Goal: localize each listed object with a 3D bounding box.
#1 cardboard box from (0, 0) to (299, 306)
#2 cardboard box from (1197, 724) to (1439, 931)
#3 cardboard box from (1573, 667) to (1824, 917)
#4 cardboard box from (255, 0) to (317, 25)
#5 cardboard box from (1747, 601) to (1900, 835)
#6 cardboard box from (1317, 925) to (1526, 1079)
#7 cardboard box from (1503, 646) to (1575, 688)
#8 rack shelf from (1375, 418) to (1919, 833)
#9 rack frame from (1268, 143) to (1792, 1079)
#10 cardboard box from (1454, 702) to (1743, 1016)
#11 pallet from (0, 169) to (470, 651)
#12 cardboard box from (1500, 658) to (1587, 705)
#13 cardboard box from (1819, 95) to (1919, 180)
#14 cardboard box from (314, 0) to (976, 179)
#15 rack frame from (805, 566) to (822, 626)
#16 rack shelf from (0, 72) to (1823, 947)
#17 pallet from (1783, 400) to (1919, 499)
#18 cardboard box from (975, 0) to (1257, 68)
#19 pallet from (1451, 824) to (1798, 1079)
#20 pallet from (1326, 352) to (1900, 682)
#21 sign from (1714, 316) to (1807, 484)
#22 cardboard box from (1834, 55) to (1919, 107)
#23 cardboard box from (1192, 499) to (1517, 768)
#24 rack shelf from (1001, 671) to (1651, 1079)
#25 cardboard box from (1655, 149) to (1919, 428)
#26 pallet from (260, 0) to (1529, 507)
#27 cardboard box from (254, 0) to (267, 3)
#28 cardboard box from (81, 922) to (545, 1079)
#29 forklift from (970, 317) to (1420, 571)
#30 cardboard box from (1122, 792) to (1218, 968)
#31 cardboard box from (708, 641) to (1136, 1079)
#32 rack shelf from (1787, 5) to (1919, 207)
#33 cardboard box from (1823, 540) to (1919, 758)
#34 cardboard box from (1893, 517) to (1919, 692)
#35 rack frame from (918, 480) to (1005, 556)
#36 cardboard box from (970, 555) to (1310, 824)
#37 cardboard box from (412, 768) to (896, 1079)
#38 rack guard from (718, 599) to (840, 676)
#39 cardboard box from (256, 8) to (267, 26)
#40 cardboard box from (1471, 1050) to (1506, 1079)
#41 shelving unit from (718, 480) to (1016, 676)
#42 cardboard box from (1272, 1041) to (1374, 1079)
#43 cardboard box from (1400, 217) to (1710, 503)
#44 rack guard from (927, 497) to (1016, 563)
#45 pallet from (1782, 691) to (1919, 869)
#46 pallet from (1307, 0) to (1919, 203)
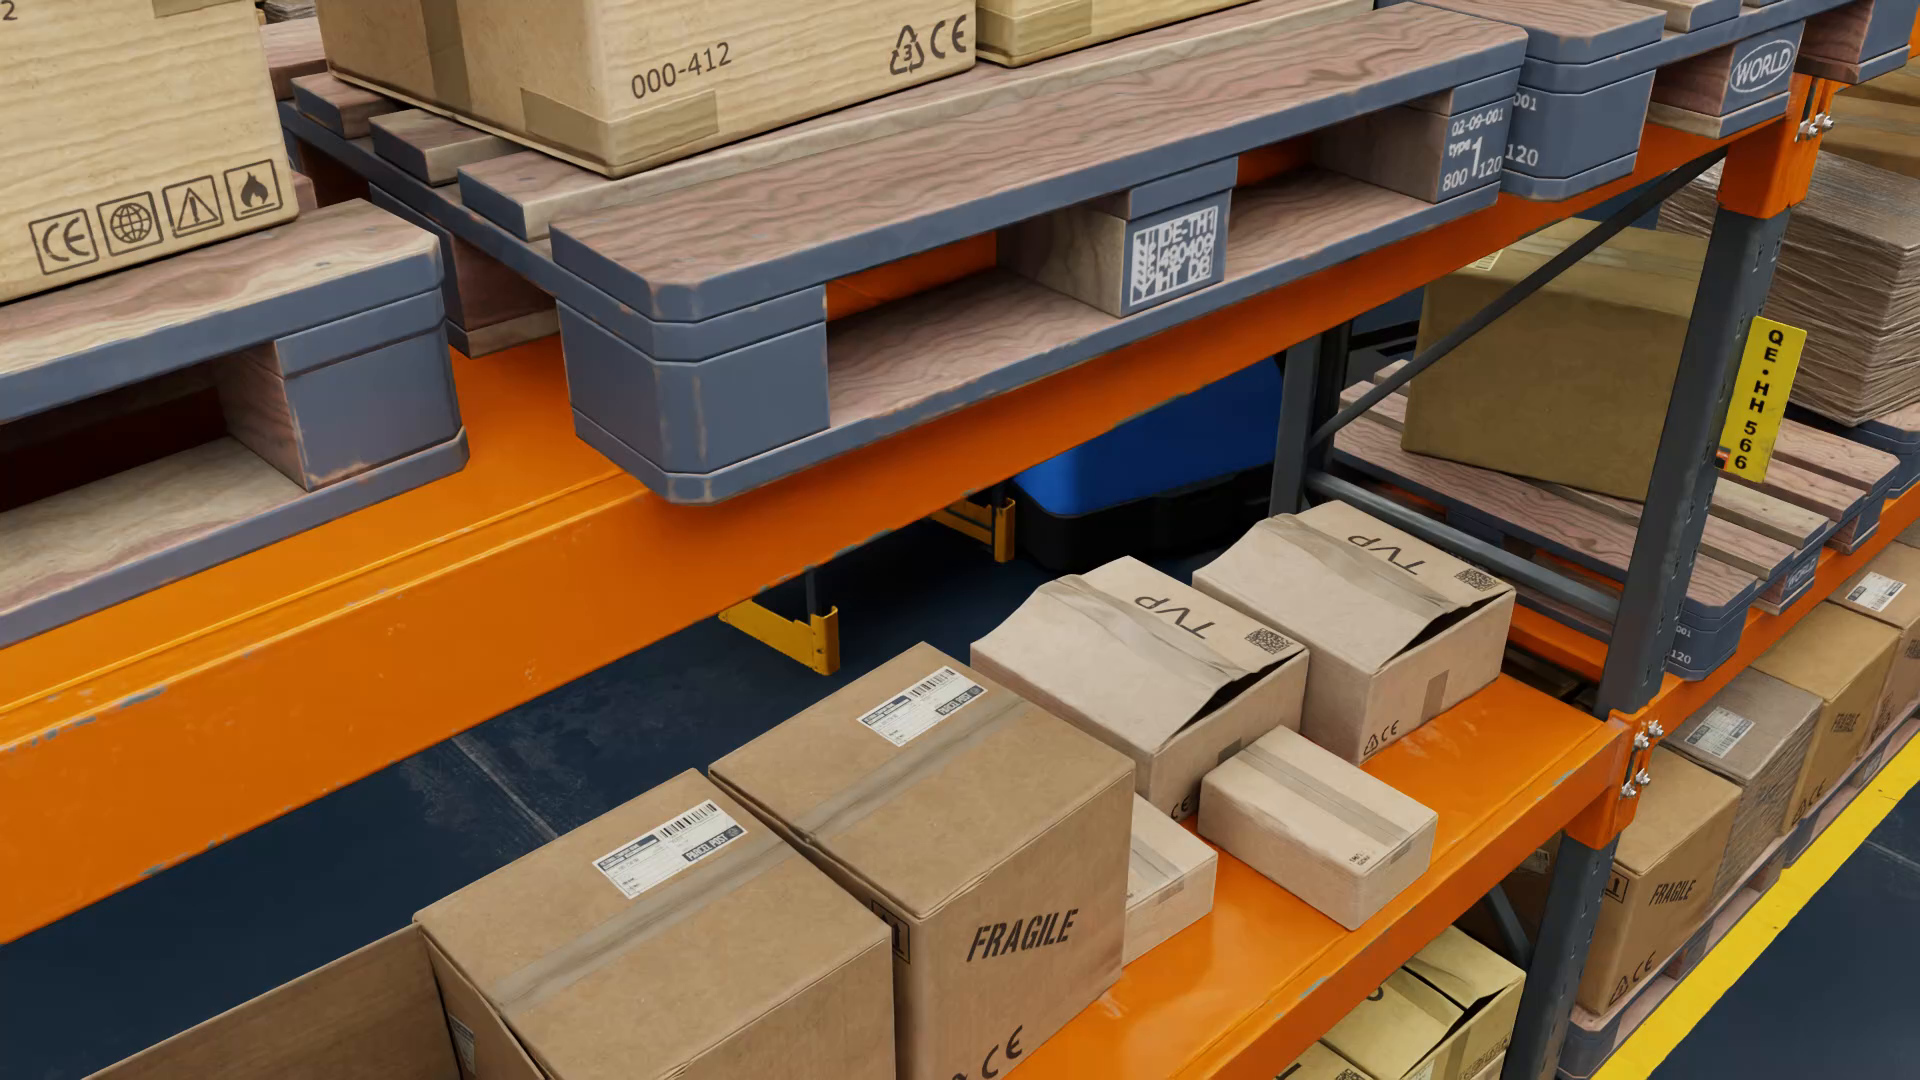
[{"bbox_3d":[-0.916,-0.371,1.347,0.500,0.250,0.500,25,39,34],"label":"cardboard box"},{"bbox_3d":[0.686,0.548,3.220,0.250,0.149,0.380,-26,40,-35],"label":"cardboard box"},{"bbox_3d":[2.066,0.655,4.778,0.500,0.500,0.500,-27,41,-37],"label":"cardboard box"},{"bbox_3d":[-2.551,-1.938,6.526,0.700,0.500,0.500,24,39,34],"label":"cardboard box"},{"bbox_3d":[2.437,0.479,5.066,0.500,0.500,0.500,-26,40,-36],"label":"cardboard box"},{"bbox_3d":[0.941,1.051,3.852,0.500,0.311,0.500,-25,39,-34],"label":"cardboard box"},{"bbox_3d":[1.722,0.132,4.915,0.500,0.250,0.500,-24,39,-34],"label":"cardboard box"},{"bbox_3d":[2.624,-0.387,5.196,4.000,0.370,1.077,-26,40,-35],"label":"rack shelf"},{"bbox_3d":[1.158,0.016,3.849,0.127,3.000,1.000,-26,40,-35],"label":"rack frame"},{"bbox_3d":[1.686,0.843,4.471,0.500,0.500,0.500,-24,39,-34],"label":"cardboard box"},{"bbox_3d":[-1.137,-0.081,1.316,0.805,0.209,1.217,27,41,37],"label":"pallet"},{"bbox_3d":[1.684,0.473,5.075,0.500,0.500,0.500,-24,39,-34],"label":"cardboard box"},{"bbox_3d":[2.837,-0.974,4.970,0.700,0.500,0.500,18,36,27],"label":"cardboard box"},{"bbox_3d":[-0.332,-0.615,1.746,0.500,0.250,0.500,25,40,35],"label":"cardboard box"},{"bbox_3d":[-0.686,-0.258,5.734,0.500,1.500,0.032,24,39,34],"label":"rack frame"},{"bbox_3d":[-0.309,-0.247,2.094,4.000,0.370,1.077,-26,40,-35],"label":"rack shelf"},{"bbox_3d":[2.581,-0.594,5.030,1.213,0.211,1.003,-26,40,-35],"label":"pallet"},{"bbox_3d":[0.064,-0.805,2.057,0.500,0.250,0.500,-27,40,-36],"label":"cardboard box"},{"bbox_3d":[1.731,0.955,4.986,1.213,0.211,1.003,-26,40,-35],"label":"pallet"},{"bbox_3d":[1.607,-0.170,4.336,1.003,0.211,1.213,-26,40,-35],"label":"pallet"},{"bbox_3d":[1.538,-0.267,3.201,0.005,0.325,0.100,-26,40,-35],"label":"sign"},{"bbox_3d":[3.130,-1.274,5.460,0.500,0.500,0.700,-19,36,-28],"label":"cardboard box"},{"bbox_3d":[0.861,0.166,3.688,0.500,0.311,0.500,-23,38,-33],"label":"cardboard box"},{"bbox_3d":[-0.309,1.032,2.876,4.000,0.370,1.077,-26,40,-35],"label":"rack shelf"},{"bbox_3d":[2.343,-0.724,4.560,0.500,0.500,0.700,-18,36,-27],"label":"cardboard box"},{"bbox_3d":[-0.097,-0.511,2.015,1.213,0.211,1.003,-24,39,-33],"label":"pallet"},{"bbox_3d":[-2.671,-2.131,6.221,0.380,0.149,0.250,22,38,31],"label":"cardboard box"},{"bbox_3d":[-0.815,0.939,2.243,0.500,0.500,0.500,-23,38,-32],"label":"cardboard box"},{"bbox_3d":[1.460,-1.659,6.654,3.031,2.935,1.130,-15,35,-23],"label":"forklift"},{"bbox_3d":[0.261,0.597,3.139,0.250,0.149,0.380,-23,38,-32],"label":"cardboard box"},{"bbox_3d":[-0.061,0.575,2.839,0.500,0.500,0.500,27,40,36],"label":"cardboard box"},{"bbox_3d":[2.624,-1.666,4.414,4.000,0.370,1.077,-26,40,-35],"label":"rack shelf"},{"bbox_3d":[2.816,0.292,5.372,0.500,0.500,0.500,-27,41,-37],"label":"cardboard box"},{"bbox_3d":[3.188,0.110,5.669,0.500,0.500,0.500,-25,39,-35],"label":"cardboard box"},{"bbox_3d":[-0.022,-0.659,6.391,0.500,1.500,0.032,24,39,34],"label":"rack frame"},{"bbox_3d":[0.370,0.297,3.474,0.500,0.311,0.500,-26,40,-36],"label":"cardboard box"},{"bbox_3d":[-0.447,0.761,2.534,0.500,0.500,0.500,-26,40,-35],"label":"cardboard box"},{"bbox_3d":[-0.673,0.268,6.072,0.587,0.250,0.087,24,39,34],"label":"rack guard"},{"bbox_3d":[-2.942,-1.729,6.185,0.700,0.500,0.500,25,39,35],"label":"cardboard box"},{"bbox_3d":[0.938,1.290,3.999,0.500,0.250,0.500,-25,39,-34],"label":"cardboard box"},{"bbox_3d":[-0.348,-0.462,6.068,0.587,1.500,1.083,24,39,34],"label":"shelving unit"},{"bbox_3d":[0.565,1.237,3.547,0.500,0.311,0.500,-27,40,-36],"label":"cardboard box"},{"bbox_3d":[1.543,-0.472,4.149,0.700,0.500,0.500,15,35,23],"label":"cardboard box"},{"bbox_3d":[-0.023,-0.126,6.716,0.587,0.250,0.087,24,39,34],"label":"rack guard"},{"bbox_3d":[2.625,0.525,5.690,1.213,0.211,1.003,-26,40,-35],"label":"pallet"},{"bbox_3d":[0.721,-0.908,2.666,1.003,0.211,1.213,-24,39,-33],"label":"pallet"}]
